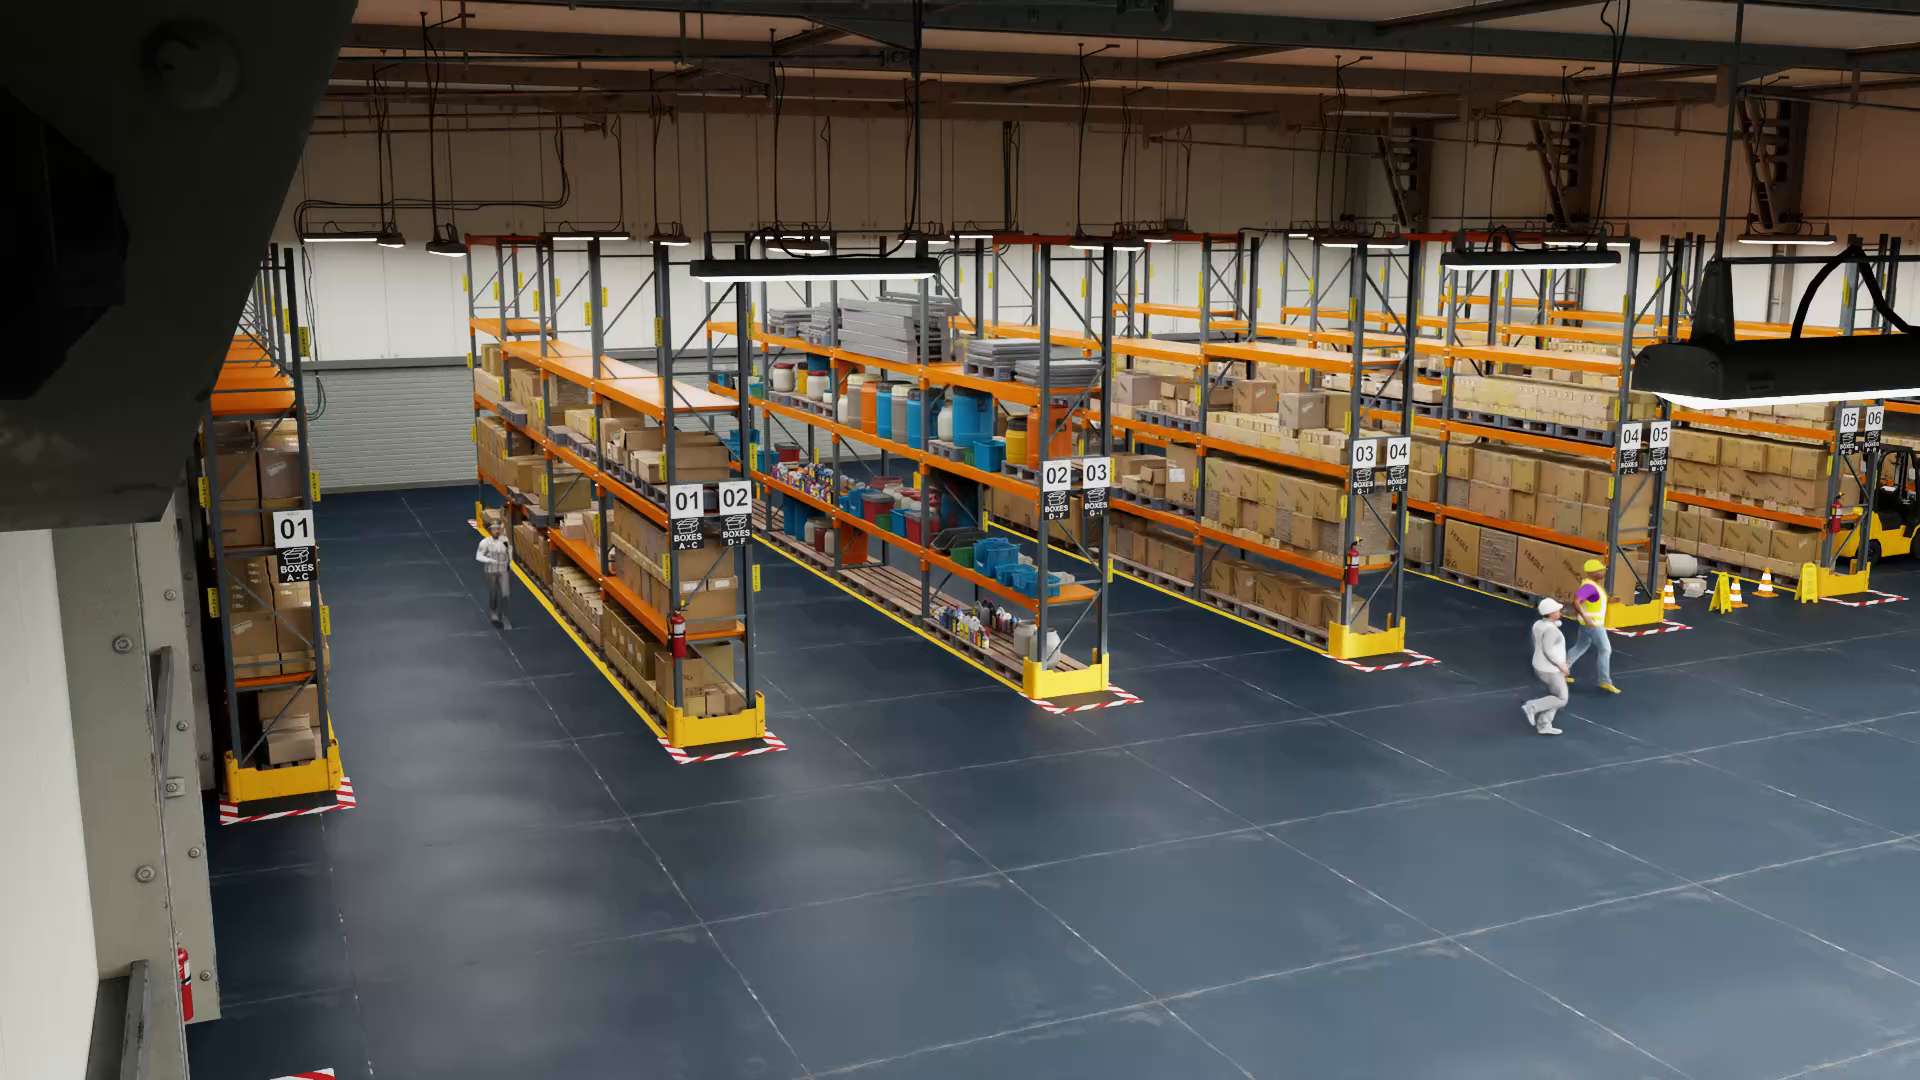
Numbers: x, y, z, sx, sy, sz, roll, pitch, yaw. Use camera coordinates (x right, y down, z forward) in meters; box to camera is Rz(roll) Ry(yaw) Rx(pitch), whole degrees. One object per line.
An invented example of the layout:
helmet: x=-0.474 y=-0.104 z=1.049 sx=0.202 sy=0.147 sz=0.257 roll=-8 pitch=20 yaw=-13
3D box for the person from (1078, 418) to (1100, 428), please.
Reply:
person: x=3.197 y=-2.478 z=41.393 sx=0.687 sy=1.762 sz=0.776 roll=-9 pitch=14 yaw=-38

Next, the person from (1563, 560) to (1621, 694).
person: x=8.519 y=1.152 z=22.468 sx=0.877 sy=1.807 sz=0.684 roll=2 pitch=11 yaw=11

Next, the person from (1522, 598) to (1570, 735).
person: x=7.238 y=1.568 z=20.546 sx=0.586 sy=1.729 sz=0.659 roll=0 pitch=11 yaw=1

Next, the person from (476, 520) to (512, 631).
person: x=-7.252 y=0.536 z=25.984 sx=0.589 sy=1.753 sz=0.755 roll=-5 pitch=12 yaw=-23
